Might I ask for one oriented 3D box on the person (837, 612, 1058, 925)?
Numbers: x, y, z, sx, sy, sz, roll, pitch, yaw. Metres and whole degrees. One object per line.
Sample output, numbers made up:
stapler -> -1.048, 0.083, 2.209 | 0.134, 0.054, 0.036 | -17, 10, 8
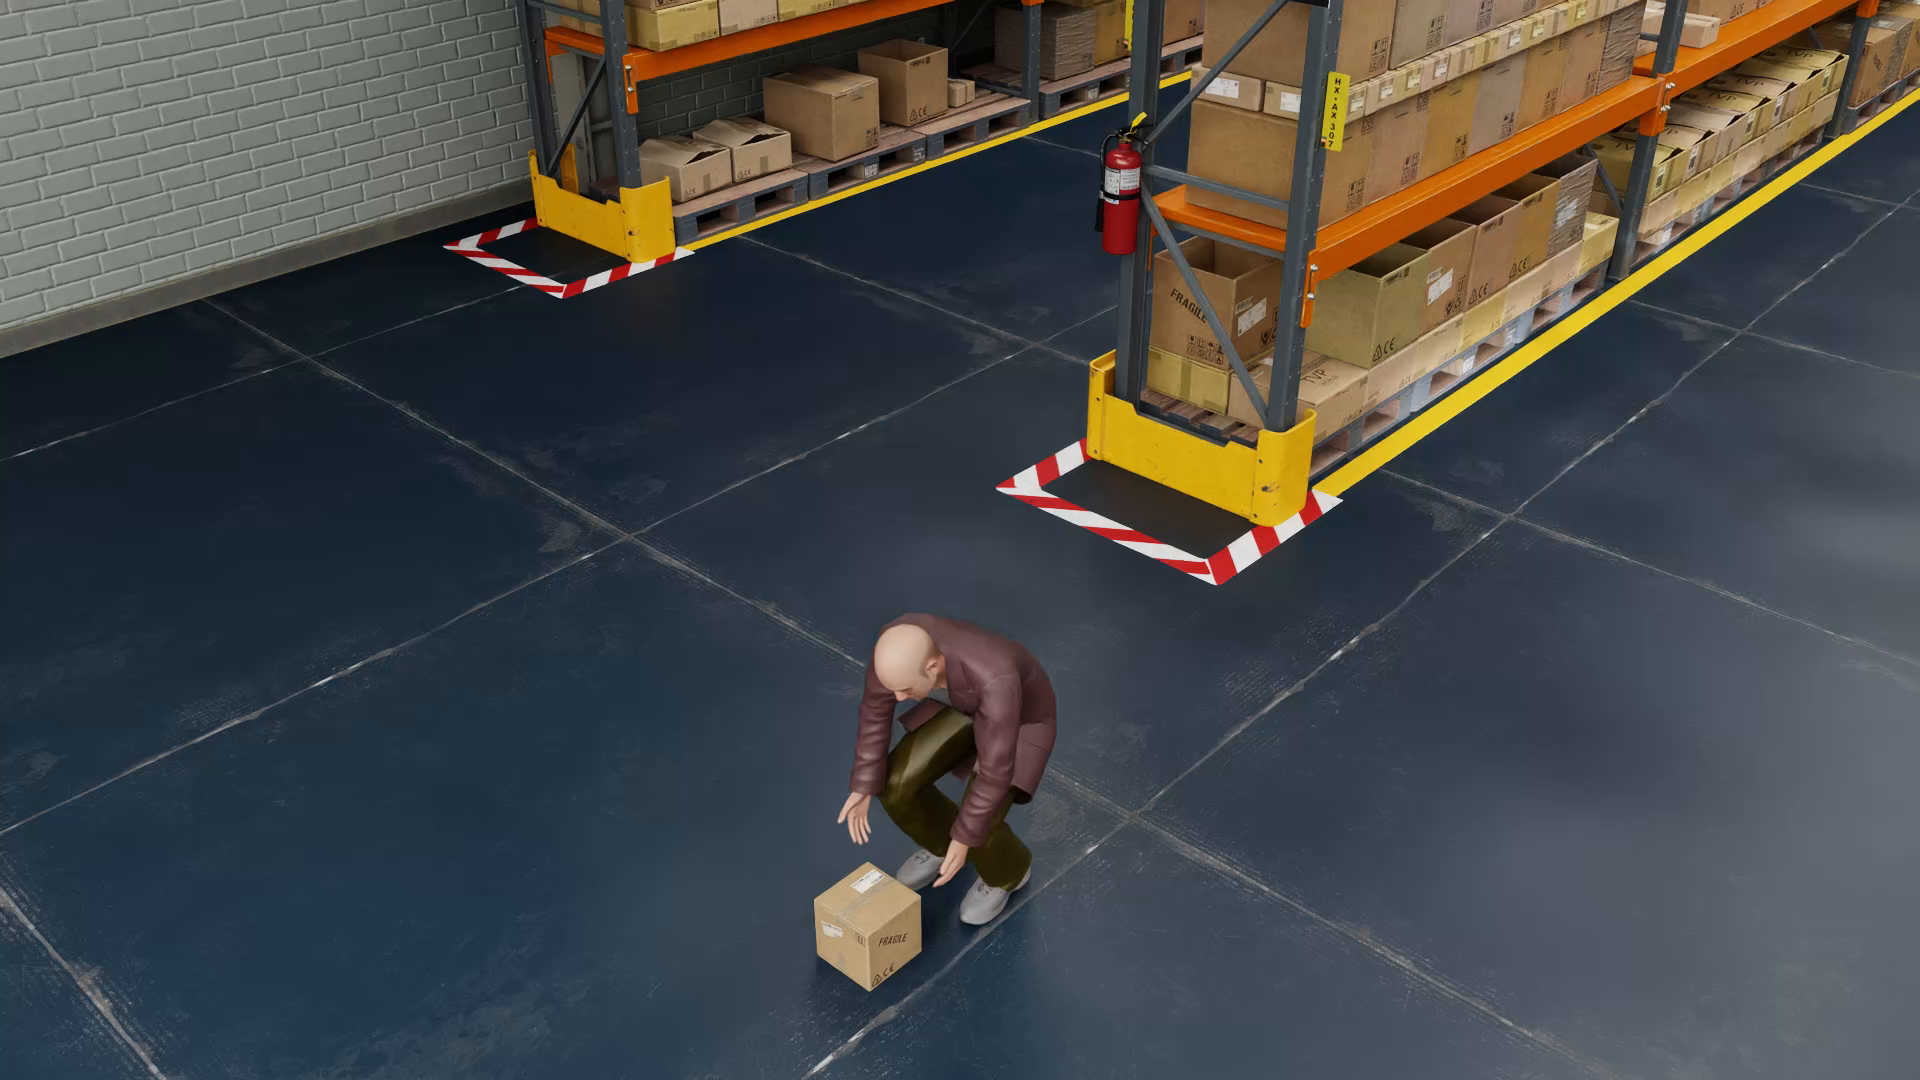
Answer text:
person -> 0.014, 0.697, 5.494 | 0.630, 1.256, 0.793 | 25, 39, 35
